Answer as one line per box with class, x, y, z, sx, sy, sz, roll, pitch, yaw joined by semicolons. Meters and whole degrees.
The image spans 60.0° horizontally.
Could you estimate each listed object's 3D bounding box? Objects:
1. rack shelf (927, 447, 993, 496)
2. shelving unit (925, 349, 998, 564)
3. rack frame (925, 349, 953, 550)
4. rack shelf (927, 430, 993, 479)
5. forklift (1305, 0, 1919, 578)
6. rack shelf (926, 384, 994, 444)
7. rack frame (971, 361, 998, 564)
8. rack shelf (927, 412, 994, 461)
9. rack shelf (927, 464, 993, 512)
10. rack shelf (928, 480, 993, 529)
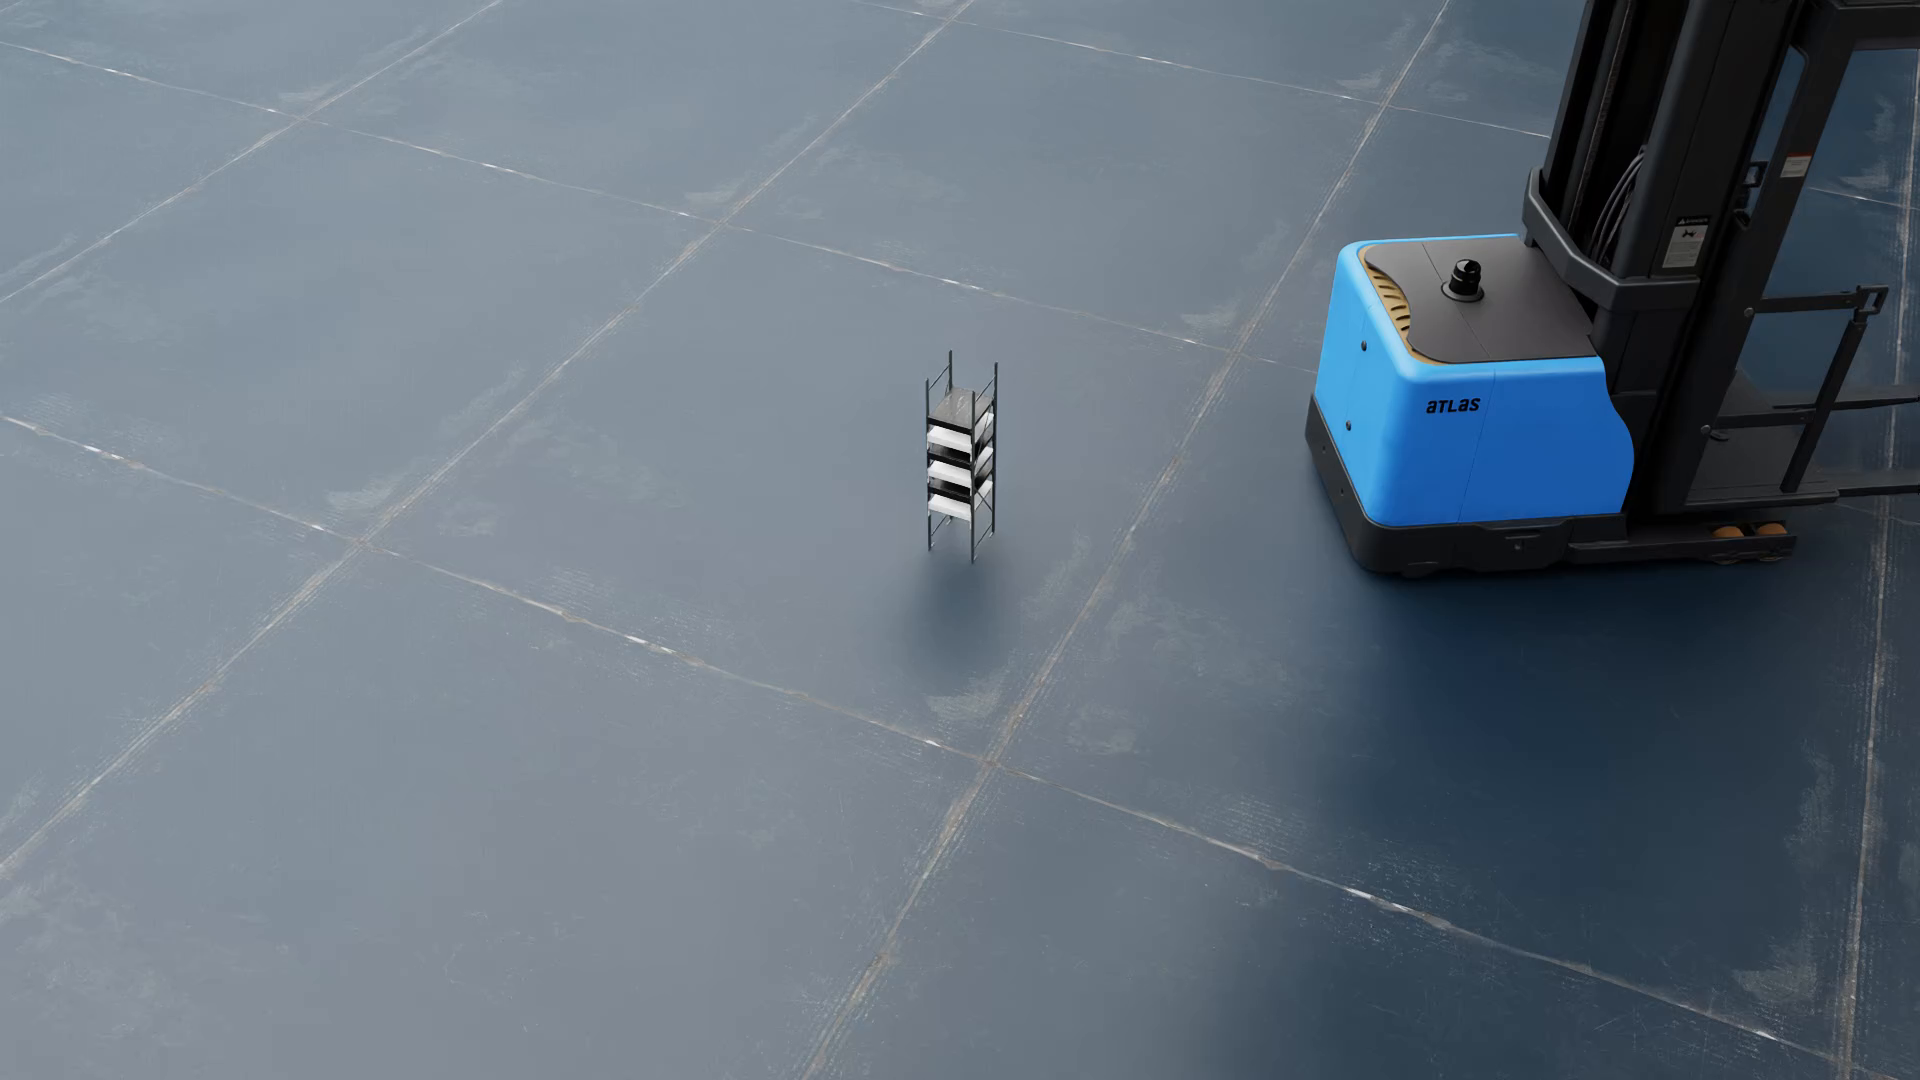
rack shelf;0.007;-0.313;6.974;0.200;0.077;0.258;17;44;19
shelving unit;0.007;-0.338;6.953;0.210;0.900;0.258;17;44;19
rack frame;-0.085;-0.366;6.985;0.006;0.900;0.240;17;44;19
rack shelf;0.007;-0.381;6.916;0.200;0.077;0.258;17;44;19
forklift;3.143;-1.346;6.565;3.031;2.935;1.130;-4;41;-4
rack shelf;0.007;-0.517;6.798;0.200;0.077;0.258;17;44;19
rack frame;0.099;-0.310;6.920;0.006;0.900;0.240;17;44;19
rack shelf;0.007;-0.449;6.857;0.200;0.077;0.258;17;44;19
rack shelf;0.007;-0.245;7.033;0.200;0.077;0.258;17;44;19
rack shelf;0.007;-0.177;7.092;0.200;0.077;0.258;17;44;19
